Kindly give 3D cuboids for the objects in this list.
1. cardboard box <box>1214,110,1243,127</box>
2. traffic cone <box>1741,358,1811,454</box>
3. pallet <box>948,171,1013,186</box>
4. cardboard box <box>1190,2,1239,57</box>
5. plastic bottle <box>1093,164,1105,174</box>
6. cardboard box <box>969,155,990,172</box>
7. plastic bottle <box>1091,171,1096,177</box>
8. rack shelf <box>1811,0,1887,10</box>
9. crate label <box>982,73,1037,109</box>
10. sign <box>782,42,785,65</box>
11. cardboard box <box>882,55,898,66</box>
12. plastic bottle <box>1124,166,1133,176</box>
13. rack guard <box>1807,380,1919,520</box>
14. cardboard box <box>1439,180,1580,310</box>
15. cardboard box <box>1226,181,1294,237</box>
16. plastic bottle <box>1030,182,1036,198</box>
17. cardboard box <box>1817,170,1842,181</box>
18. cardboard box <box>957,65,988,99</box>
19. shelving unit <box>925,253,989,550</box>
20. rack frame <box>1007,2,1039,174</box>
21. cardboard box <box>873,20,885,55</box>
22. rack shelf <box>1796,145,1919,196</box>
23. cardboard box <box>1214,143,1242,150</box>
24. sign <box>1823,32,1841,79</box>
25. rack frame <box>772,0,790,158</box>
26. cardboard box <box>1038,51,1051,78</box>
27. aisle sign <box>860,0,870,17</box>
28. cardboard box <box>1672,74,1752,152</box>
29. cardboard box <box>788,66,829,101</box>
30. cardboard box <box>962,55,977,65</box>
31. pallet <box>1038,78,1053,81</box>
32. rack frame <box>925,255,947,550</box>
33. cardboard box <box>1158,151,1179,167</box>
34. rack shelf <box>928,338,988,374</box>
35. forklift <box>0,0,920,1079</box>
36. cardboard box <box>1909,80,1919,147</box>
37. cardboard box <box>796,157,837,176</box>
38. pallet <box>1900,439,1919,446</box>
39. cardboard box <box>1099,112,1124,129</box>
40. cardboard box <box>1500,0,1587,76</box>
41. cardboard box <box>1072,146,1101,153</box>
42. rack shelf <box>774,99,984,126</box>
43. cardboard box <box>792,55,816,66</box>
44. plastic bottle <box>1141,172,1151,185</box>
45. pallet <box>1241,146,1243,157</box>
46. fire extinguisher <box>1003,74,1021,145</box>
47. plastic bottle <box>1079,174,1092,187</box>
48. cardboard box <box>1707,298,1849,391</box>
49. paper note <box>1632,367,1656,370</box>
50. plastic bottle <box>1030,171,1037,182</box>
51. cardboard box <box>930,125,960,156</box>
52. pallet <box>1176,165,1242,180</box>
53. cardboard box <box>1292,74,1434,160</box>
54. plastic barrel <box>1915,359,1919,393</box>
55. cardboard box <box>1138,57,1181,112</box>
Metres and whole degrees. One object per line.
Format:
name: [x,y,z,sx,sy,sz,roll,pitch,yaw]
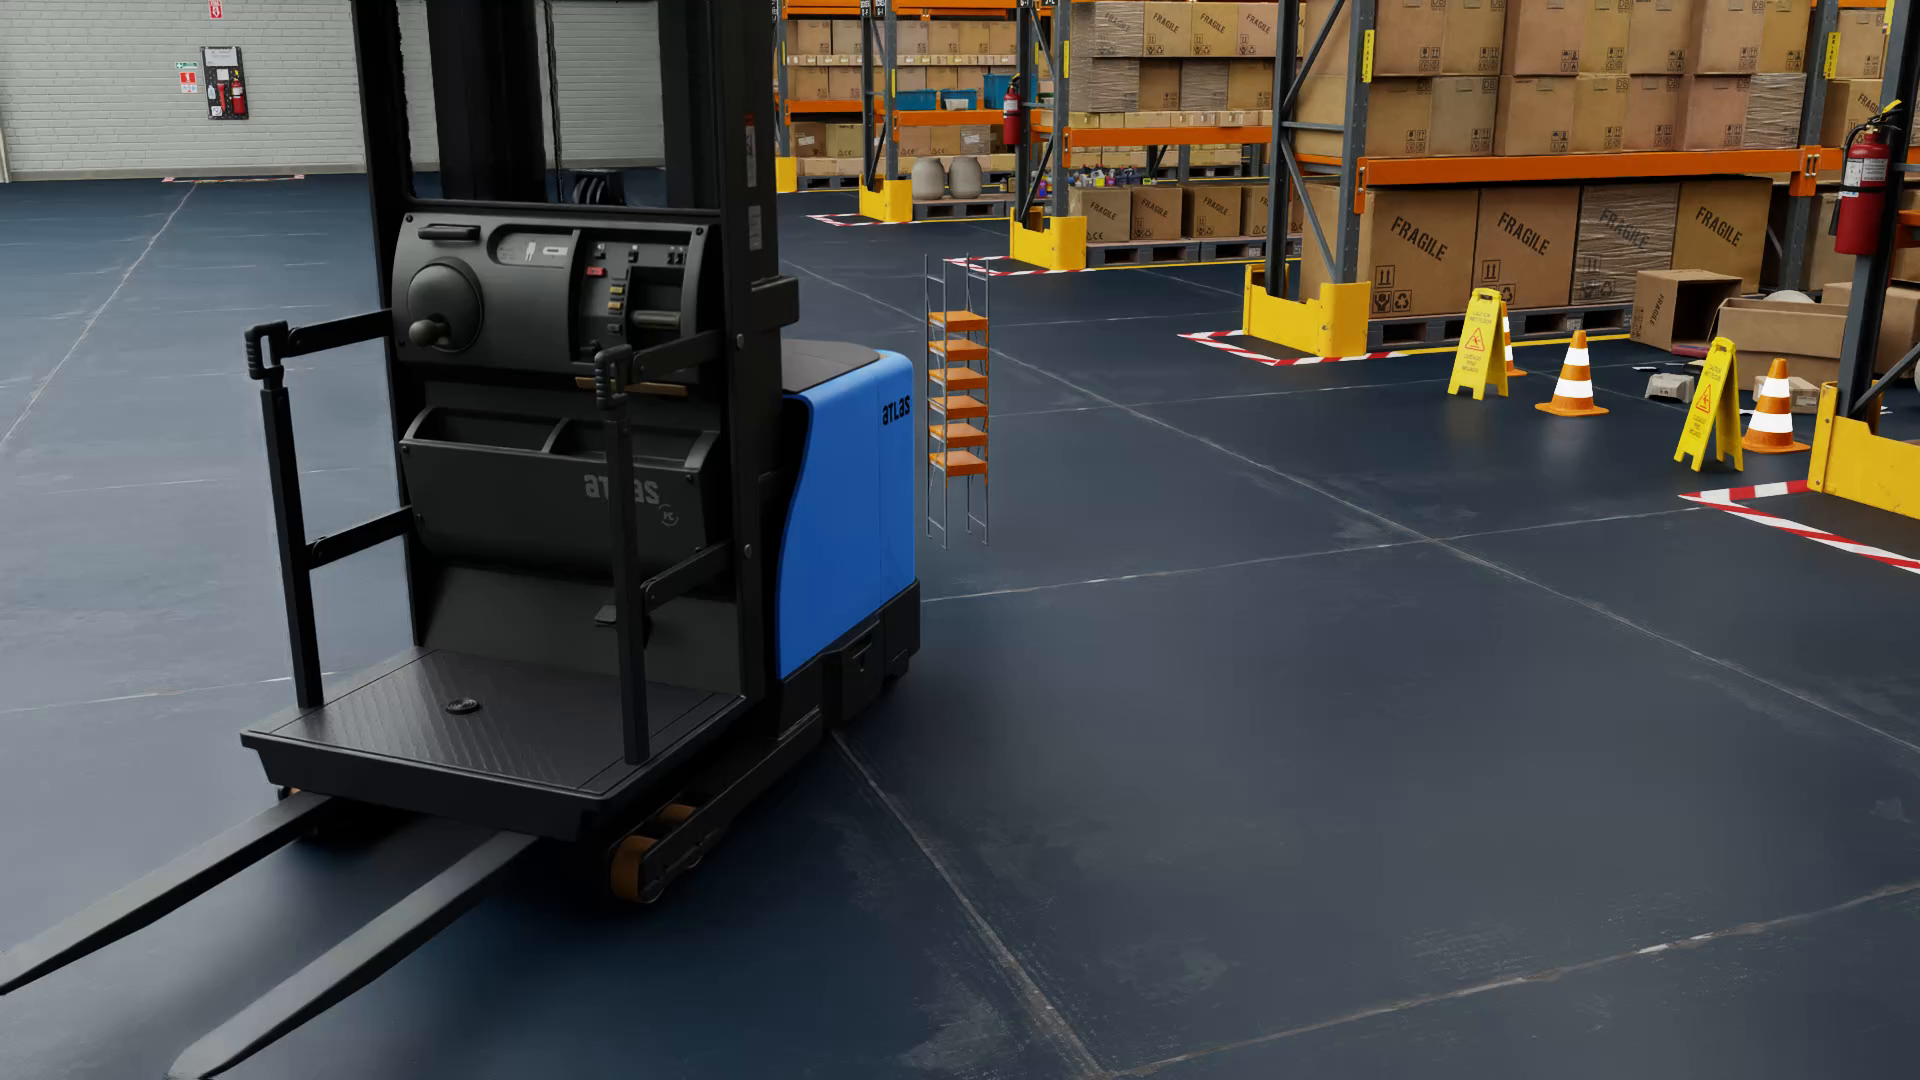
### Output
cardboard box: [2.571,-4.132,16.290,0.250,0.149,0.380,-6,17,-20]
traffic cone: [4.270,-0.719,8.724,0.334,0.463,0.336,-6,17,-20]
pallet: [0.221,-5.764,26.350,1.213,0.211,1.003,-6,17,-20]
cardboard box: [2.331,-4.914,16.028,0.500,0.500,0.500,-6,17,-20]
plastic bottle: [1.845,-4.835,22.159,0.185,0.351,0.144,-6,17,-19]
cardboard box: [0.153,-5.901,26.003,0.500,0.250,0.500,-6,17,-20]
plastic bottle: [1.753,-4.750,22.012,0.097,0.271,0.097,0,16,0]
rack shelf: [12.085,-7.969,24.865,4.000,0.370,1.077,-6,17,-20]
crate label: [0.634,-5.737,21.249,0.616,0.435,0.502,-6,17,-20]
sign: [-2.564,-7.074,24.187,0.005,0.325,0.100,-6,17,-20]
cardboard box: [-1.111,-7.240,25.100,0.250,0.149,0.380,-6,18,-21]
plastic bottle: [2.197,-4.704,21.714,0.185,0.351,0.144,-6,17,-20]
rack guard: [4.401,-0.361,7.442,0.348,0.500,1.175,-6,17,-20]
cardboard box: [3.895,-2.202,12.300,0.875,0.875,0.875,-6,18,-21]
cardboard box: [3.048,-3.393,17.020,0.500,0.500,0.500,-8,18,-25]
plastic bottle: [0.913,-4.443,21.091,0.097,0.201,0.097,0,16,0]
cardboard box: [9.742,-4.301,19.447,0.875,0.875,1.225,-6,17,-20]
cardboard box: [0.076,-7.117,25.834,0.500,0.500,0.700,-6,18,-21]
shelving unit: [-0.014,-0.574,6.924,0.189,1.200,0.258,-6,17,-20]
rack frame: [0.978,-7.171,26.193,0.127,3.000,1.000,-6,17,-20]
cardboard box: [-1.307,-7.592,25.149,0.500,0.500,0.700,-6,17,-20]
rack shelf: [8.068,-3.105,13.625,4.000,0.370,1.077,-6,17,-20]
cardboard box: [4.312,-6.608,27.415,0.500,0.311,0.500,-6,17,-19]
sign: [6.400,-3.556,12.207,0.005,0.325,0.100,-6,17,-20]
rack frame: [-2.757,-6.767,24.819,0.127,3.000,1.000,-6,17,-20]
cardboard box: [1.347,-8.954,31.309,0.500,0.500,0.700,-6,17,-20]
aisle sign: [-1.161,-6.782,20.255,0.004,0.787,0.394,-6,17,-20]
cardboard box: [5.354,-3.219,12.469,0.550,0.550,0.875,-6,17,-20]
cardboard box: [-2.316,-6.859,24.954,0.500,0.500,0.700,-6,17,-20]
cardboard box: [0.081,-7.368,25.535,0.250,0.149,0.380,-6,17,-20]
pallet: [1.104,-8.574,31.314,1.213,0.211,1.003,-6,17,-20]
rack frame: [-0.099,-0.565,6.893,0.006,1.200,0.240,-6,17,-20]
cardboard box: [3.359,-6.236,27.145,0.500,0.250,0.500,-6,17,-19]
rack shelf: [-0.014,-0.762,6.869,0.180,0.103,0.258,-6,17,-20]
forklift: [-1.142,-0.648,4.104,1.130,2.935,3.031,6,17,20]
cardboard box: [7.259,-3.330,12.936,0.500,0.500,0.500,-6,17,-20]
cardboard box: [-2.176,-5.645,25.132,0.500,0.250,0.500,-6,17,-20]
pallet: [5.173,-0.295,7.730,1.213,0.211,1.003,-6,17,-20]
cardboard box: [1.376,-4.026,15.931,0.250,0.149,0.380,-6,17,-20]
cardboard box: [3.877,-3.563,11.725,0.550,0.550,0.875,-6,17,-20]
cardboard box: [1.923,-6.347,26.528,0.500,0.311,0.500,-6,18,-21]
rack shelf: [-0.889,-6.624,25.607,4.000,0.370,1.077,-6,17,-20]
cardboard box: [-2.313,-7.109,24.656,0.250,0.149,0.380,-6,18,-20]
plastic bottle: [2.416,-4.639,21.613,0.133,0.283,0.061,-5,17,-17]
pallet: [4.838,-7.720,33.014,1.213,0.211,1.003,-6,17,-20]
fire extinguisher: [0.513,-4.233,16.327,0.183,0.674,0.296,-6,17,-20]
plastic bottle: [1.615,-4.563,21.367,0.135,0.276,0.152,-6,17,-19]
cardboard box: [5.065,-1.199,10.287,0.797,0.503,0.637,9,19,28]
paper note: [4.498,-1.127,10.885,0.142,0.017,0.144,0,16,-1]
plastic bottle: [0.945,-4.701,21.835,0.135,0.276,0.152,-7,18,-22]
cardboard box: [-0.313,-6.210,25.724,0.500,0.500,0.500,-6,17,-20]
pallet: [3.931,-6.163,27.711,1.213,0.211,1.003,-6,17,-20]
cardboard box: [2.795,-2.967,11.611,0.550,0.550,0.875,-6,17,-20]
plastic barrel: [5.717,-0.924,9.492,0.421,0.421,0.512,6,17,18]
cardboard box: [1.732,-4.481,16.330,0.500,0.500,0.875,-6,17,-20]
